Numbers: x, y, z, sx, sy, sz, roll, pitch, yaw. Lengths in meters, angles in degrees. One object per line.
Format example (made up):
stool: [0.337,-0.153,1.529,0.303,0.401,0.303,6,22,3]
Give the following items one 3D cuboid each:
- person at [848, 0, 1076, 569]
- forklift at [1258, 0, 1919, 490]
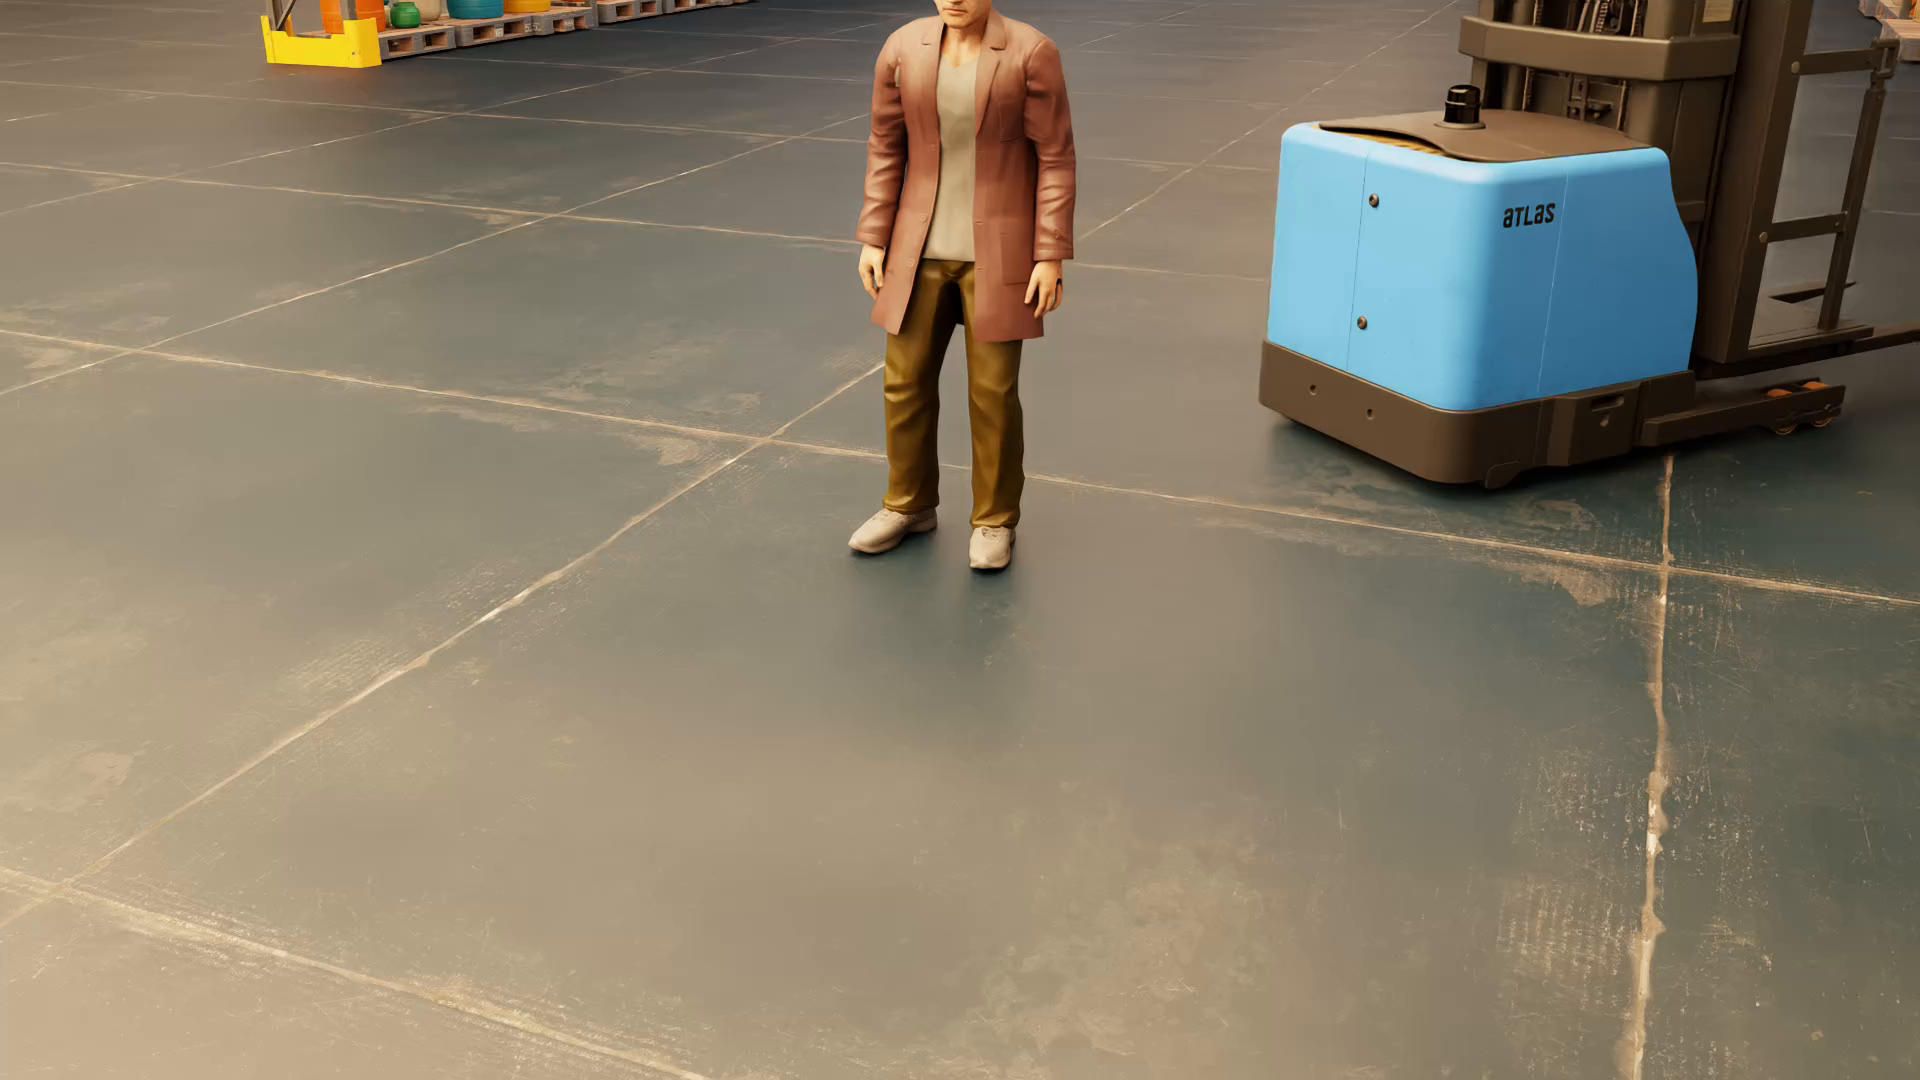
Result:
person: [0.007,-0.803,4.715,0.645,1.772,0.434,8,24,17]
forklift: [2.649,-1.899,5.835,3.031,2.935,1.130,-11,25,-25]
